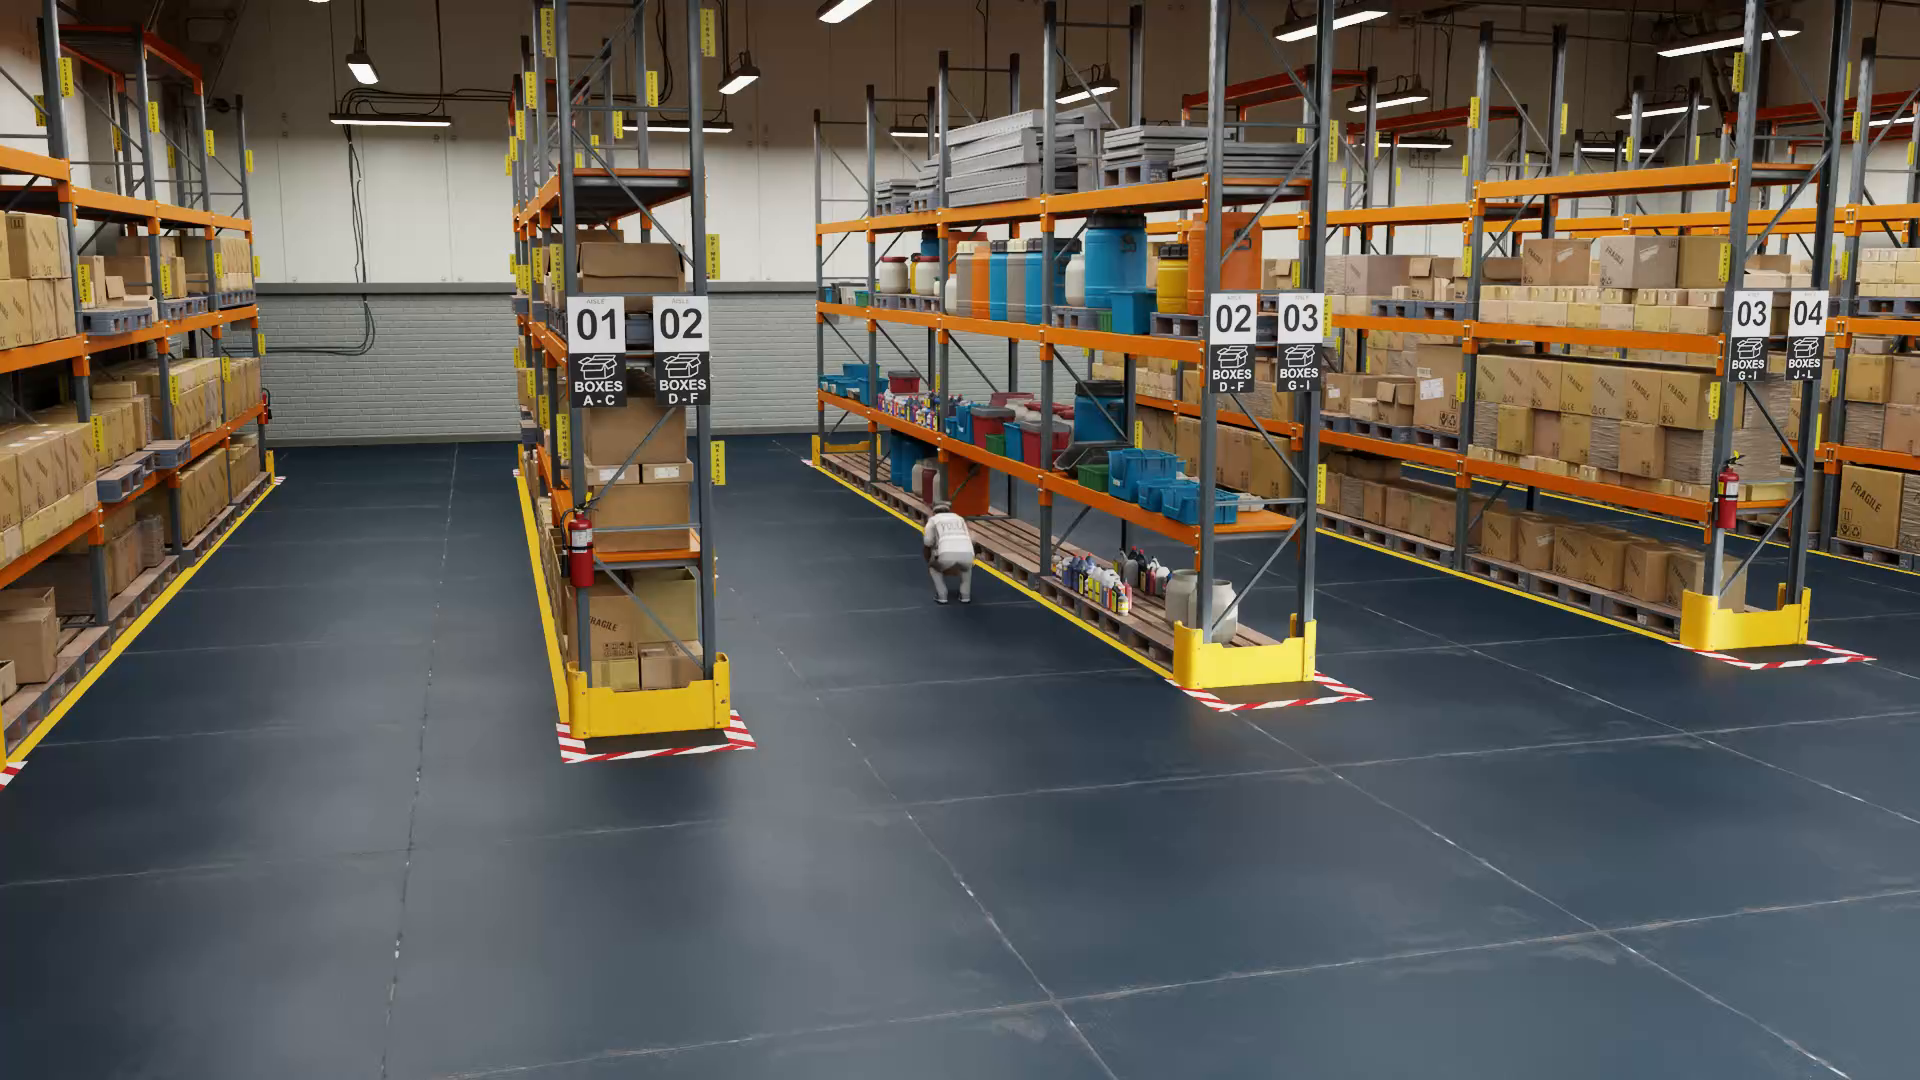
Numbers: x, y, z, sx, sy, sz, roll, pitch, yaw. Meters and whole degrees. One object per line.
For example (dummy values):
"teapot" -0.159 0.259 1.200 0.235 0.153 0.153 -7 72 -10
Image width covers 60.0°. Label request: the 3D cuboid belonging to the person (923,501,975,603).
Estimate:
"person" -0.116 0.122 17.187 0.485 1.003 0.834 -1 9 -8
